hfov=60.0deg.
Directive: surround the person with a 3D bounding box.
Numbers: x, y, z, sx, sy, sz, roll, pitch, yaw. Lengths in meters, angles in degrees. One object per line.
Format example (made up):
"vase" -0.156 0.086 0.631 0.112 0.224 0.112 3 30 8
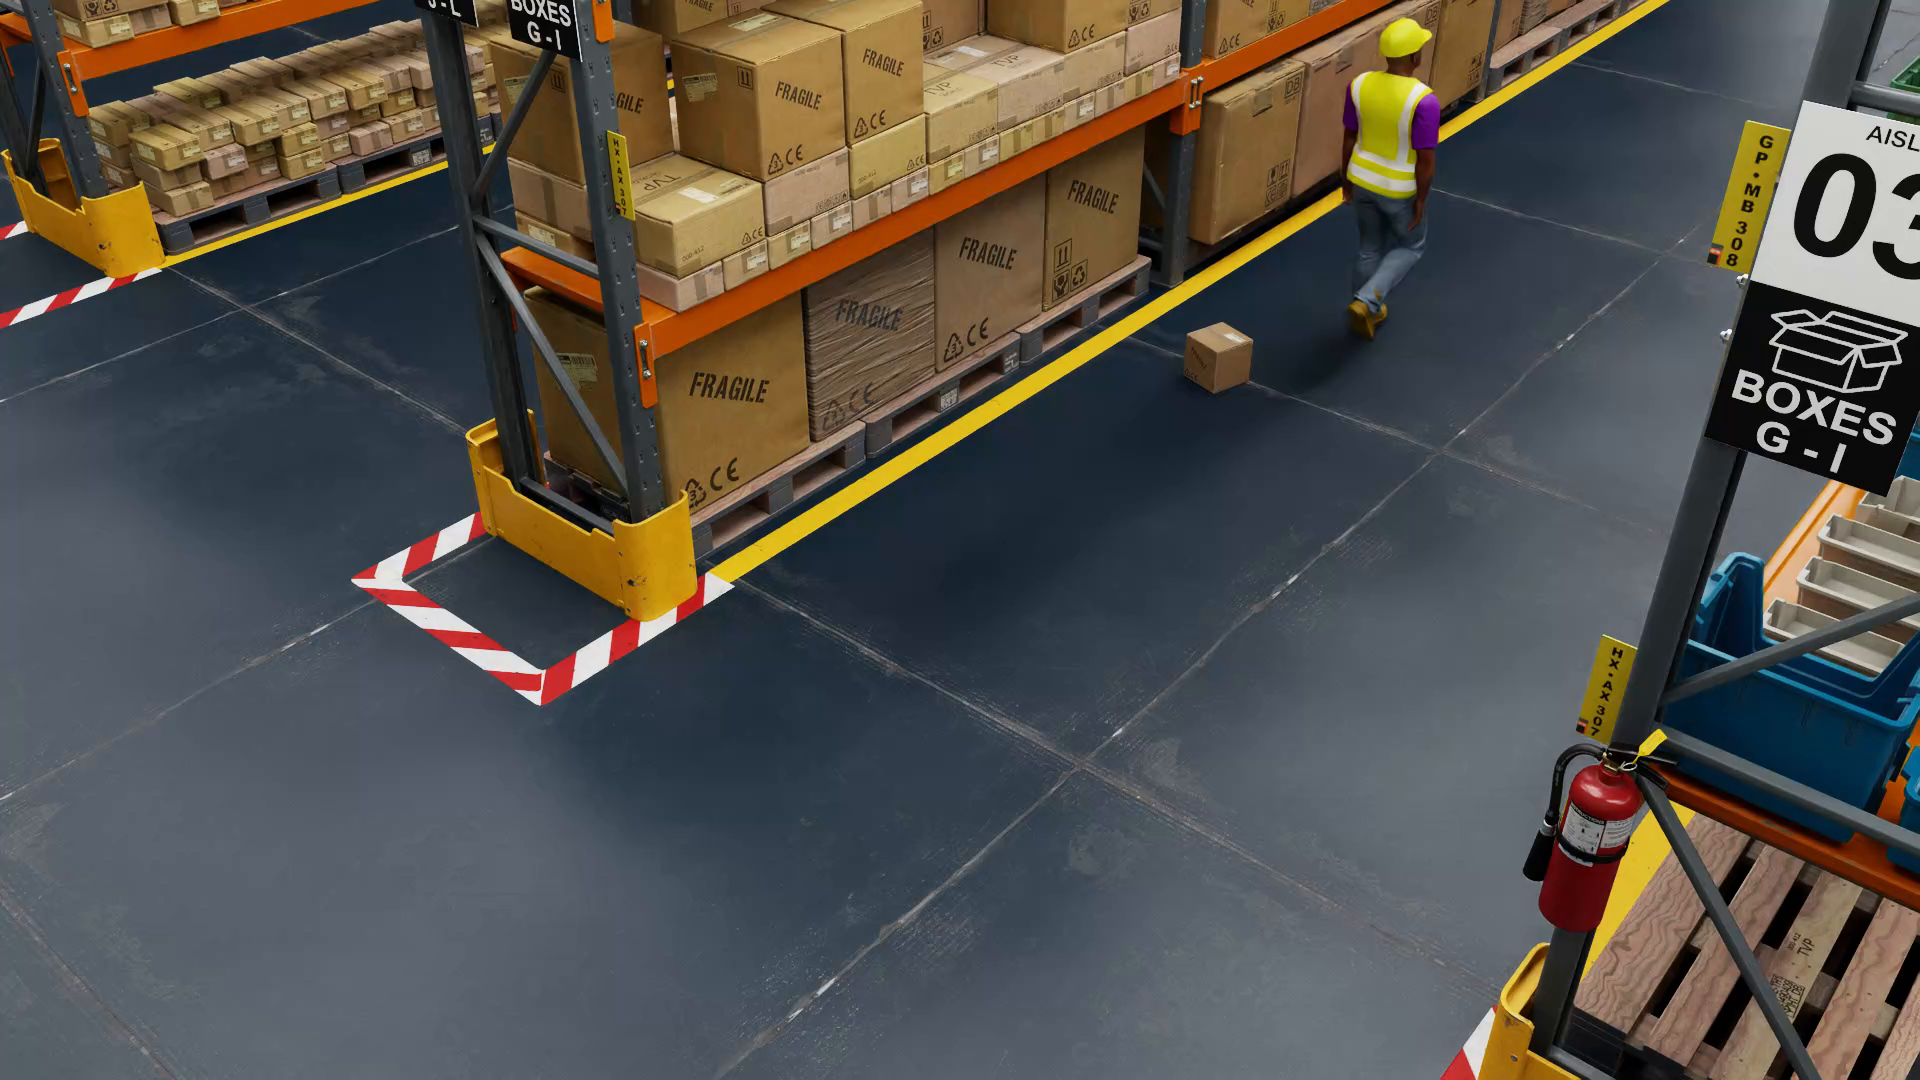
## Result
"person" 2.243 -1.871 8.787 0.591 1.757 0.572 -30 44 -35
